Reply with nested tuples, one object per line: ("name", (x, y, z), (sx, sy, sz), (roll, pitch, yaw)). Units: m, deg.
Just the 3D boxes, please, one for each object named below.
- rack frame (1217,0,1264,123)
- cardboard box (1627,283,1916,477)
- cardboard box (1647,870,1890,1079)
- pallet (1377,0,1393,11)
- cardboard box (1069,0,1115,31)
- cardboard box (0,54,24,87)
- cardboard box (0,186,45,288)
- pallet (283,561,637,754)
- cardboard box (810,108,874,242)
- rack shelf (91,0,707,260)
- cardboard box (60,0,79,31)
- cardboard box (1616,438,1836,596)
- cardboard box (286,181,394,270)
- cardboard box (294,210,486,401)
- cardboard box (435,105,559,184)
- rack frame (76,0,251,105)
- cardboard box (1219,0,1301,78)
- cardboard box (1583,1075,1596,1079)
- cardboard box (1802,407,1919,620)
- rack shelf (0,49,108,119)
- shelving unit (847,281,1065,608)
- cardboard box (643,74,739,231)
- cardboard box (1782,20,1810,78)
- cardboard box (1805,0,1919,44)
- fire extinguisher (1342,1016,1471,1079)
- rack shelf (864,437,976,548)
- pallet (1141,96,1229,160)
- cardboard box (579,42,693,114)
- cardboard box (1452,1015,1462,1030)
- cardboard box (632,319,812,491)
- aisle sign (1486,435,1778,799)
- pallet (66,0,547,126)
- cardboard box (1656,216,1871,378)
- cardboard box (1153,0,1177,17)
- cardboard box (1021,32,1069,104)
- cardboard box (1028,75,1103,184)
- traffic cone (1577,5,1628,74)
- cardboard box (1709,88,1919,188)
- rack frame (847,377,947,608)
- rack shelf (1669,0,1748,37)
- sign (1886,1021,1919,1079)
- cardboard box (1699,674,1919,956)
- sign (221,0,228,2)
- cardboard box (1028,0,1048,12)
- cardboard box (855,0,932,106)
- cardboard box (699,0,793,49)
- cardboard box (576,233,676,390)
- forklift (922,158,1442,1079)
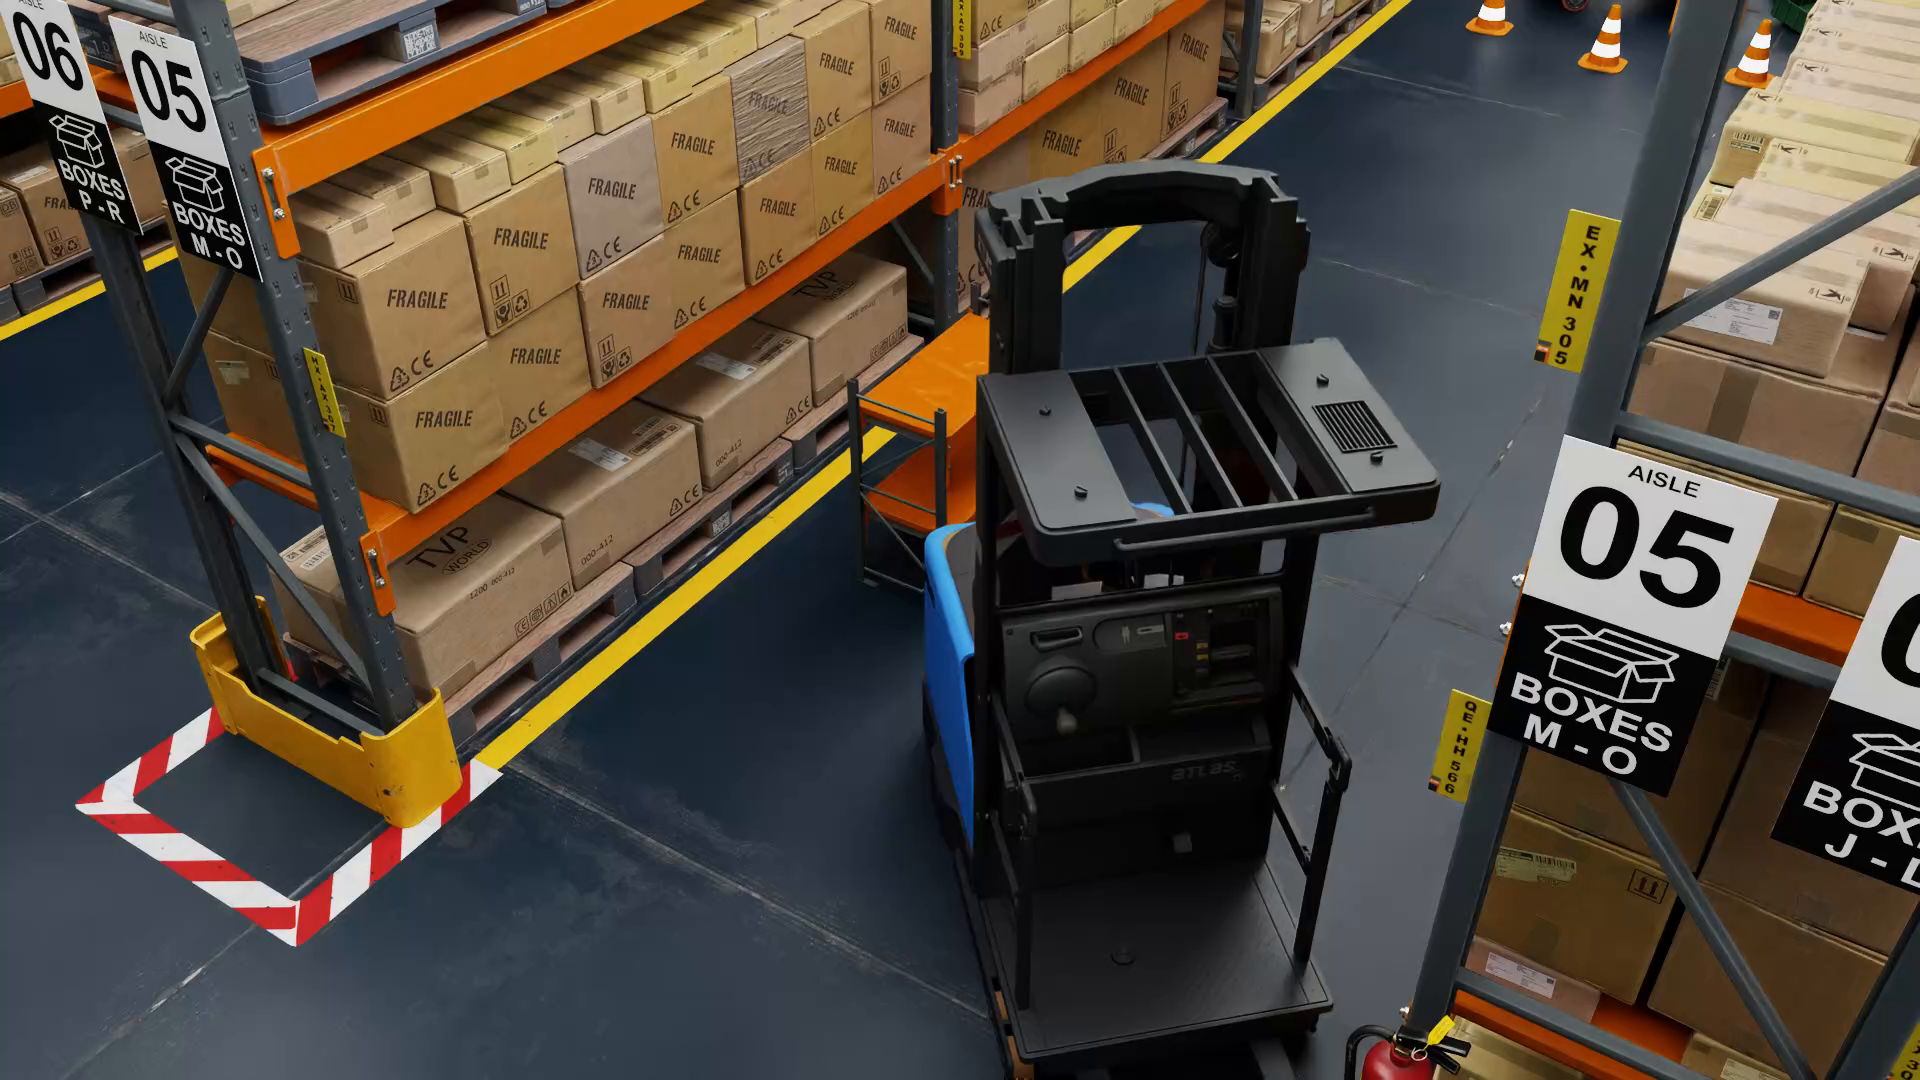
("rack frame", (1.682, -4.428, 11.477), (1.000, 3.000, 0.127), (21, 42, 25))
("cardboard box", (1.662, -0.384, 3.488), (0.500, 0.250, 0.500), (20, 42, 24))
("cardboard box", (2.104, 0.964, 4.156), (0.500, 0.500, 0.500), (23, 43, 27))
("pallet", (3.409, -4.984, 14.482), (1.003, 0.211, 1.213), (21, 42, 25))
("cardboard box", (0.561, -3.169, 9.557), (0.500, 0.250, 0.500), (22, 43, 26))
("cardboard box", (-5.533, -2.696, 9.436), (0.380, 0.149, 0.250), (22, 43, 26))
("cardboard box", (-5.899, -1.814, 9.790), (0.700, 0.500, 0.500), (23, 43, 27))
("pallet", (-2.242, 0.362, 7.546), (1.003, 0.211, 1.213), (21, 42, 25))
("cardboard box", (-0.765, -1.816, 8.007), (0.500, 0.500, 0.500), (20, 42, 24))
("rack shelf", (-1.532, -2.238, 6.768), (1.077, 0.370, 4.000), (21, 42, 25))
("cardboard box", (-5.255, -3.188, 9.747), (0.500, 0.250, 0.500), (21, 42, 25))
("cardboard box", (1.650, -0.187, 3.641), (0.500, 0.250, 0.500), (20, 42, 24))
("cardboard box", (-2.180, -1.089, 5.713), (0.380, 0.149, 0.250), (22, 43, 26))
("cardboard box", (-2.106, -0.894, 5.991), (0.500, 0.500, 0.500), (20, 42, 24))
("cardboard box", (-1.738, -1.486, 6.228), (0.380, 0.149, 0.250), (20, 42, 24))
("rack frame", (-2.604, -2.680, 4.296), (1.000, 3.000, 0.127), (21, 42, 25))
("cardboard box", (1.993, -3.842, 12.525), (0.950, 0.372, 0.625), (18, 41, 22))
("cardboard box", (1.883, 1.523, 5.260), (0.380, 0.149, 0.250), (22, 43, 26))
("cardboard box", (2.086, -0.013, 3.416), (0.500, 0.250, 0.500), (23, 43, 27))
("rack shelf", (-5.726, -2.672, 9.788), (1.077, 0.370, 4.000), (21, 42, 25))
("shelving unit", (-0.004, -0.442, 7.842), (0.538, 1.125, 1.048), (21, 42, 25))
("cardboard box", (-1.300, -1.688, 7.022), (0.500, 0.500, 0.500), (21, 42, 25))
("cardboard box", (2.492, -1.168, 4.504), (0.500, 0.250, 0.500), (19, 42, 23))
("cardboard box", (2.403, -1.275, 4.317), (0.380, 0.149, 0.250), (20, 42, 24))
("fire extinguisher", (1.105, 1.420, 4.259), (0.296, 0.674, 0.183), (21, 42, 25))
("rack shelf", (-0.004, -0.248, 7.991), (0.538, 0.278, 1.000), (21, 42, 25))
("pallet", (1.196, -2.942, 11.833), (1.003, 0.211, 1.213), (21, 42, 25))
("cardboard box", (-1.314, -1.875, 6.732), (0.380, 0.149, 0.250), (20, 42, 24))
("cardboard box", (1.788, 1.720, 5.492), (0.380, 0.149, 0.250), (23, 43, 26))
("cardboard box", (-1.367, -0.768, 8.483), (0.875, 0.438, 0.875), (20, 42, 24))
("aisle sign", (1.337, 0.173, 3.379), (0.394, 0.787, 0.004), (21, 42, 25))
("pallet", (-2.215, -1.843, 5.739), (1.003, 0.211, 1.213), (21, 42, 25))
("cardboard box", (1.560, -0.489, 3.297), (0.380, 0.149, 0.250), (21, 42, 25))
("cardboard box", (1.087, -3.500, 10.396), (0.500, 0.250, 0.500), (21, 42, 25))
("cardboard box", (0.274, -2.715, 9.377), (0.500, 0.250, 0.500), (20, 42, 24))
("cardboard box", (0.281, -2.505, 10.379), (0.875, 0.875, 0.875), (22, 43, 26))
("traffic cone", (5.032, -3.912, 12.885), (0.336, 0.463, 0.334), (21, 42, 25))
("cardboard box", (1.962, -0.888, 3.815), (0.380, 0.149, 0.250), (22, 43, 26))
("rack frame", (-0.276, -0.180, 7.502), (0.500, 1.125, 0.032), (21, 42, 25))
("rack shelf", (2.701, -1.858, 3.821), (1.077, 0.370, 4.000), (21, 42, 25))
("sign", (2.088, 1.097, 3.600), (0.100, 0.325, 0.005), (21, 42, 25))
("cardboard box", (2.094, 0.565, 3.855), (0.500, 0.500, 0.500), (21, 42, 25))
("sign", (-2.139, -1.685, 4.681), (0.100, 0.325, 0.005), (21, 42, 25))
("cardboard box", (0.267, -3.206, 8.991), (0.500, 0.500, 0.500), (21, 42, 25))
("cardboard box", (-0.481, -2.468, 8.034), (0.500, 0.500, 0.500), (21, 42, 25))
("cardboard box", (-0.956, -2.293, 7.275), (0.380, 0.149, 0.250), (21, 42, 25))
("cardboard box", (-1.569, -1.024, 6.978), (0.500, 0.500, 0.500), (21, 42, 25))
("forklift", (0.638, 0.462, 5.190), (1.130, 2.935, 3.031), (-7, 38, -9))
